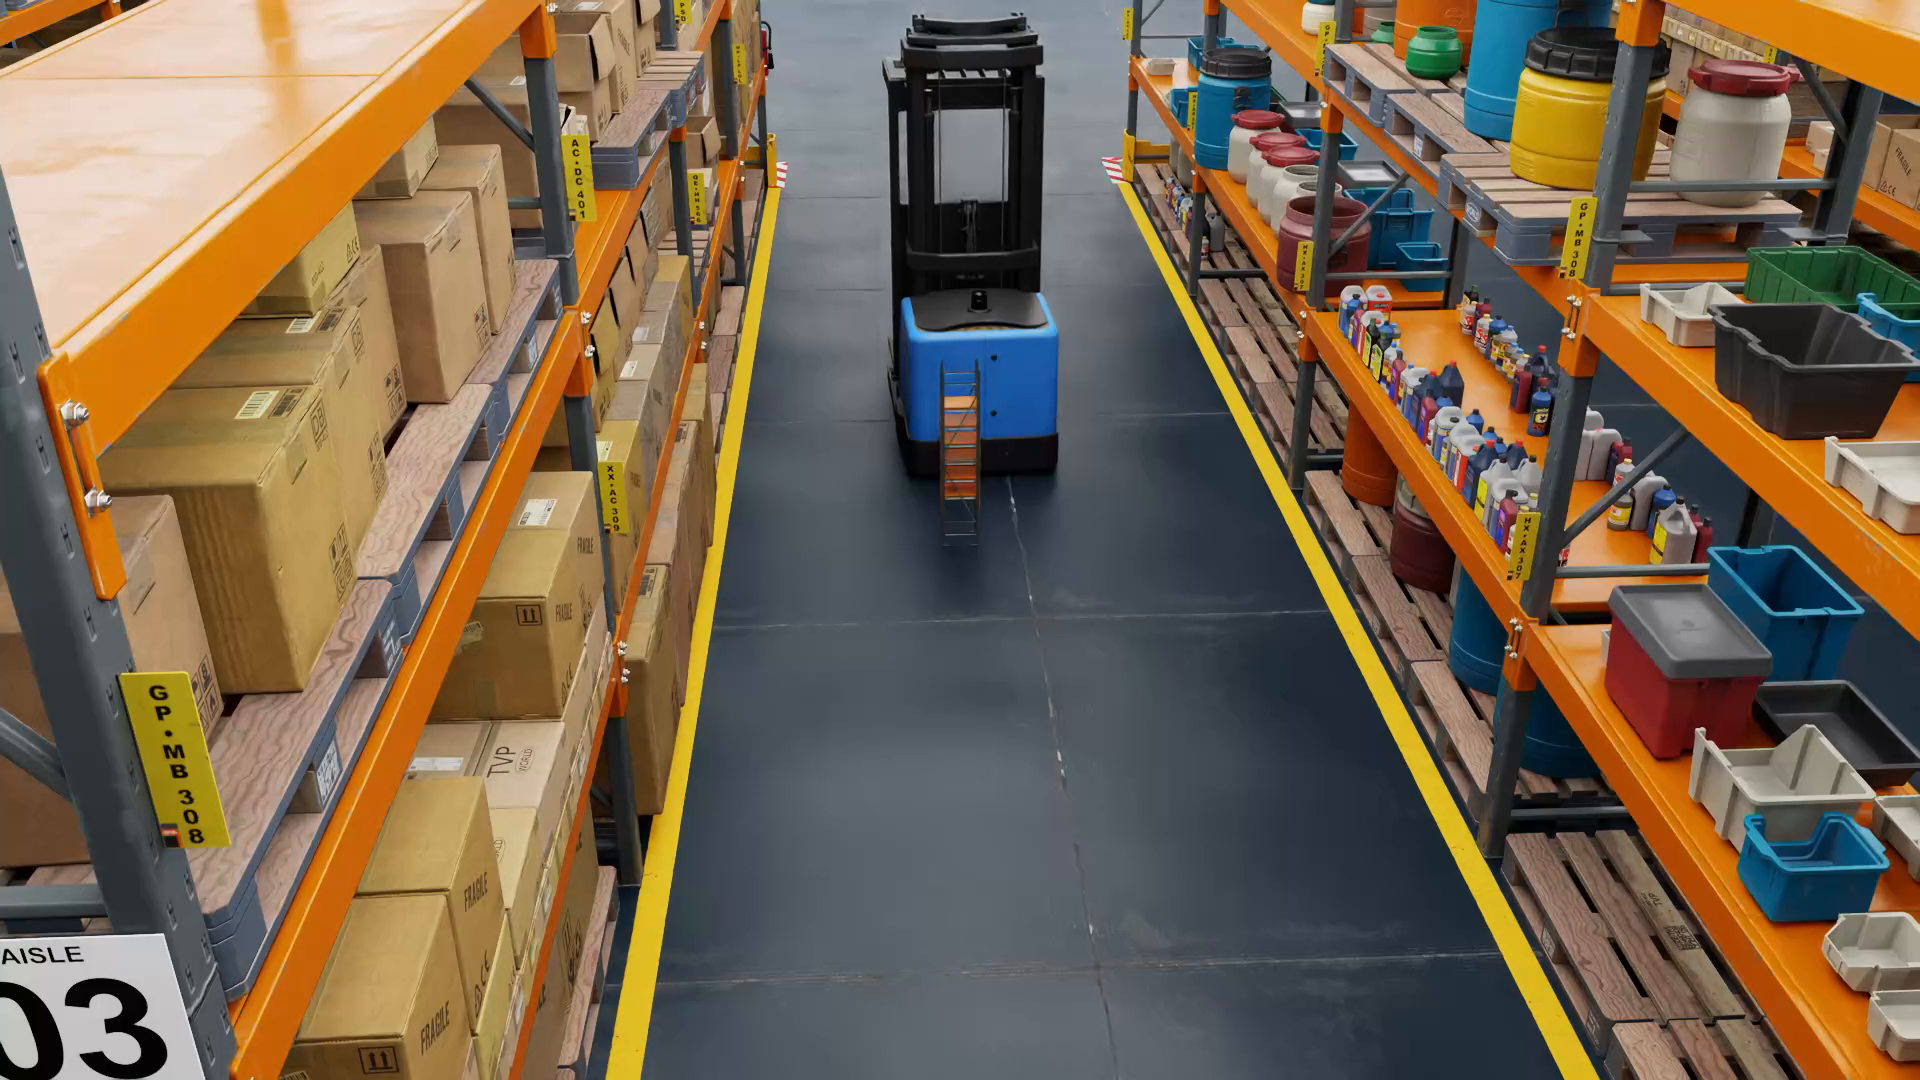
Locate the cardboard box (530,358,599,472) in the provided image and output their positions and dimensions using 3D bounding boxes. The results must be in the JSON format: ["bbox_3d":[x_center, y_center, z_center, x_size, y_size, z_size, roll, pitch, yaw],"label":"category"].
[{"bbox_3d":[-2.016,-0.524,7.318,0.797,0.503,0.637,-2,28,-4],"label":"cardboard box"}]

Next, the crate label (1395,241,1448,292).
[{"bbox_3d":[3.115,-1.836,11.208,0.303,0.233,0.416,-1,28,-3],"label":"crate label"}]

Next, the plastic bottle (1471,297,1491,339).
[{"bbox_3d":[3.222,-1.372,10.263,0.061,0.283,0.133,-1,28,-3],"label":"plastic bottle"}]

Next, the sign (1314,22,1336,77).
[{"bbox_3d":[2.214,-2.974,10.077,0.100,0.325,0.005,-1,28,-3],"label":"sign"}]

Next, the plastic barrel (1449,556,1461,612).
[{"bbox_3d":[2.983,0.216,9.329,0.421,0.512,0.421,0,28,0],"label":"plastic barrel"}]

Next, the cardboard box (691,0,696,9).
[{"bbox_3d":[-1.974,-3.641,10.594,0.500,0.500,0.500,-1,28,-2],"label":"cardboard box"}]

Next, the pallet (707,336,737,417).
[{"bbox_3d":[-2.284,-1.274,12.964,1.003,0.211,1.213,-1,28,-3],"label":"pallet"}]

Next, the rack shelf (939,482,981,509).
[{"bbox_3d":[-0.001,-0.286,10.617,0.258,0.103,0.180,-1,28,-3],"label":"rack shelf"}]

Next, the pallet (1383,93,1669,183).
[{"bbox_3d":[2.771,-1.989,8.280,1.003,0.211,1.213,-1,28,-3],"label":"pallet"}]

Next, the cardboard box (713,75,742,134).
[{"bbox_3d":[-2.354,-3.820,14.400,0.875,0.500,0.500,-1,28,-3],"label":"cardboard box"}]

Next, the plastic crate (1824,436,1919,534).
[{"bbox_3d":[2.825,-0.173,4.880,0.437,0.136,0.530,-1,28,-3],"label":"plastic crate"}]

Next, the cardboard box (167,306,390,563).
[{"bbox_3d":[-1.831,-0.237,4.046,0.700,0.500,0.500,-3,28,-6],"label":"cardboard box"}]

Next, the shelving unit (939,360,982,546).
[{"bbox_3d":[-0.001,-0.539,10.485,0.258,1.200,0.189,-1,28,-3],"label":"shelving unit"}]

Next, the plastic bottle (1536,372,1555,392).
[{"bbox_3d":[3.225,-0.802,9.170,0.061,0.283,0.133,-1,28,-3],"label":"plastic bottle"}]

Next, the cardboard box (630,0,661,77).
[{"bbox_3d":[-2.080,-2.869,9.198,0.797,0.503,0.637,0,28,0],"label":"cardboard box"}]

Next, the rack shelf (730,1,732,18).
[{"bbox_3d":[-2.497,-5.369,15.335,1.077,0.370,4.000,-1,28,-3],"label":"rack shelf"}]

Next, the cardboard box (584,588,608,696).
[{"bbox_3d":[-1.690,0.392,6.595,0.500,0.250,0.500,-2,28,-4],"label":"cardboard box"}]

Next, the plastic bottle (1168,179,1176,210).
[{"bbox_3d":[2.122,-3.442,16.567,0.061,0.283,0.133,-1,28,-2],"label":"plastic bottle"}]

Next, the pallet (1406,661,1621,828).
[{"bbox_3d":[2.973,1.020,8.567,1.003,0.211,1.213,-1,28,-3],"label":"pallet"}]

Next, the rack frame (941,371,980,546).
[{"bbox_3d":[0.004,-0.496,10.404,0.240,1.200,0.006,-1,28,-3],"label":"rack frame"}]

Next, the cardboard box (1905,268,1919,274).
[{"bbox_3d":[7.888,-2.005,13.263,0.500,0.311,0.500,-2,28,-3],"label":"cardboard box"}]

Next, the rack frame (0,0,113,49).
[{"bbox_3d":[-7.351,-3.361,13.951,1.000,3.000,0.127,-1,28,-3],"label":"rack frame"}]

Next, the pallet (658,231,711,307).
[{"bbox_3d":[-2.327,-1.829,11.220,1.213,0.211,1.003,-1,28,-3],"label":"pallet"}]

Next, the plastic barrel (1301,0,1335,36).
[{"bbox_3d":[2.463,-3.557,11.232,0.301,0.262,0.301,0,28,0],"label":"plastic barrel"}]

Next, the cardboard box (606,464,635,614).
[{"bbox_3d":[-1.749,-0.003,7.403,0.500,0.500,0.500,-1,28,-2],"label":"cardboard box"}]

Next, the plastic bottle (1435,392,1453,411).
[{"bbox_3d":[2.584,-0.663,8.917,0.097,0.271,0.097,0,28,0],"label":"plastic bottle"}]

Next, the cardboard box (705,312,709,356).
[{"bbox_3d":[-2.346,-1.758,13.104,0.700,0.500,0.500,-4,28,-7],"label":"cardboard box"}]

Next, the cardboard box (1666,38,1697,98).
[{"bbox_3d":[7.387,-4.633,16.280,0.700,0.500,0.500,-1,28,-1],"label":"cardboard box"}]

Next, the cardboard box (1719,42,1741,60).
[{"bbox_3d":[7.231,-4.480,15.287,0.380,0.149,0.250,-1,28,-3],"label":"cardboard box"}]

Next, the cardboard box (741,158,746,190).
[{"bbox_3d":[-2.520,-3.795,17.032,0.500,0.500,0.500,6,28,11],"label":"cardboard box"}]

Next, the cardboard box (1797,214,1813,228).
[{"bbox_3d":[7.273,-2.691,14.578,0.500,0.311,0.500,-1,28,-2],"label":"cardboard box"}]

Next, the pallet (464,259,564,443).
[{"bbox_3d":[-1.943,-0.652,5.609,1.003,0.211,1.213,-1,28,-3],"label":"pallet"}]

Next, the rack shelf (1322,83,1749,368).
[{"bbox_3d":[2.867,-1.794,8.480,1.077,0.370,4.000,-1,28,-3],"label":"rack shelf"}]

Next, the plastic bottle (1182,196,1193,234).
[{"bbox_3d":[2.205,-3.103,15.844,0.144,0.351,0.185,-2,28,-3],"label":"plastic bottle"}]

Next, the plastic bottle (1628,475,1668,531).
[{"bbox_3d":[3.309,-0.196,8.017,0.152,0.276,0.135,-1,28,-3],"label":"plastic bottle"}]

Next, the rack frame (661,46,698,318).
[{"bbox_3d":[-2.184,-1.587,10.549,1.000,3.000,0.127,-1,28,-3],"label":"rack frame"}]

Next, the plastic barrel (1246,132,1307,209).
[{"bbox_3d":[2.423,-2.828,12.782,0.433,0.535,0.433,0,28,0],"label":"plastic barrel"}]

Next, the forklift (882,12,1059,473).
[{"bbox_3d":[0.019,-2.411,12.203,1.130,2.935,3.031,-3,28,-5],"label":"forklift"}]

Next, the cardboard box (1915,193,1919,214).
[{"bbox_3d":[7.605,-2.643,12.466,0.500,0.500,0.500,-3,28,-5],"label":"cardboard box"}]

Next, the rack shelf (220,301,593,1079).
[{"bbox_3d":[-1.870,0.173,4.709,1.077,0.370,4.000,-1,28,-3],"label":"rack shelf"}]

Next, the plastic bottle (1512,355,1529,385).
[{"bbox_3d":[3.245,-0.967,9.575,0.097,0.201,0.097,0,28,0],"label":"plastic bottle"}]

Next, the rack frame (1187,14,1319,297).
[{"bbox_3d":[2.554,-3.554,14.320,1.000,3.000,0.127,-1,28,-3],"label":"rack frame"}]

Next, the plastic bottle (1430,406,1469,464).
[{"bbox_3d":[2.563,-0.549,8.694,0.152,0.276,0.135,-1,28,-3],"label":"plastic bottle"}]

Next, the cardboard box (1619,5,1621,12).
[{"bbox_3d":[7.114,-5.543,17.324,0.380,0.149,0.250,-2,28,-4],"label":"cardboard box"}]

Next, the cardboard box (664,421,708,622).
[{"bbox_3d":[-2.130,-0.100,9.542,1.225,0.875,0.875,-1,28,-2],"label":"cardboard box"}]

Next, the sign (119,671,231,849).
[{"bbox_3d":[-1.211,0.344,2.572,0.100,0.325,0.005,-1,28,-3],"label":"sign"}]

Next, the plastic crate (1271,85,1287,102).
[{"bbox_3d":[2.765,-4.094,15.584,0.450,0.188,0.662,-1,28,-3],"label":"plastic crate"}]

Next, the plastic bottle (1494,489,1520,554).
[{"bbox_3d":[2.570,-0.088,7.800,0.061,0.283,0.133,-1,28,-3],"label":"plastic bottle"}]

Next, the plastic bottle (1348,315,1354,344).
[{"bbox_3d":[2.446,-1.312,10.236,0.097,0.201,0.097,0,28,0],"label":"plastic bottle"}]

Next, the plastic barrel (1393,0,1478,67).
[{"bbox_3d":[2.789,-3.151,9.386,0.600,0.830,0.708,-1,28,-3],"label":"plastic barrel"}]

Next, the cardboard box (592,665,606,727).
[{"bbox_3d":[-1.618,0.624,6.582,0.380,0.149,0.250,-1,28,-2],"label":"cardboard box"}]

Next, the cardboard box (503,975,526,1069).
[{"bbox_3d":[-1.524,1.453,4.992,0.380,0.149,0.250,-2,28,-3],"label":"cardboard box"}]

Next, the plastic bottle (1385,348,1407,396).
[{"bbox_3d":[2.489,-0.961,9.488,0.097,0.271,0.097,0,28,0],"label":"plastic bottle"}]

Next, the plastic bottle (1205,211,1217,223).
[{"bbox_3d":[2.369,-2.936,15.604,0.152,0.276,0.135,-1,28,-3],"label":"plastic bottle"}]

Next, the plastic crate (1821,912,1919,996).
[{"bbox_3d":[2.883,1.307,5.220,0.298,0.136,0.250,-1,28,-3],"label":"plastic crate"}]

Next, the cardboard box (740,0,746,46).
[{"bbox_3d":[-2.215,-4.730,15.063,0.500,0.500,0.500,-1,28,-3],"label":"cardboard box"}]
